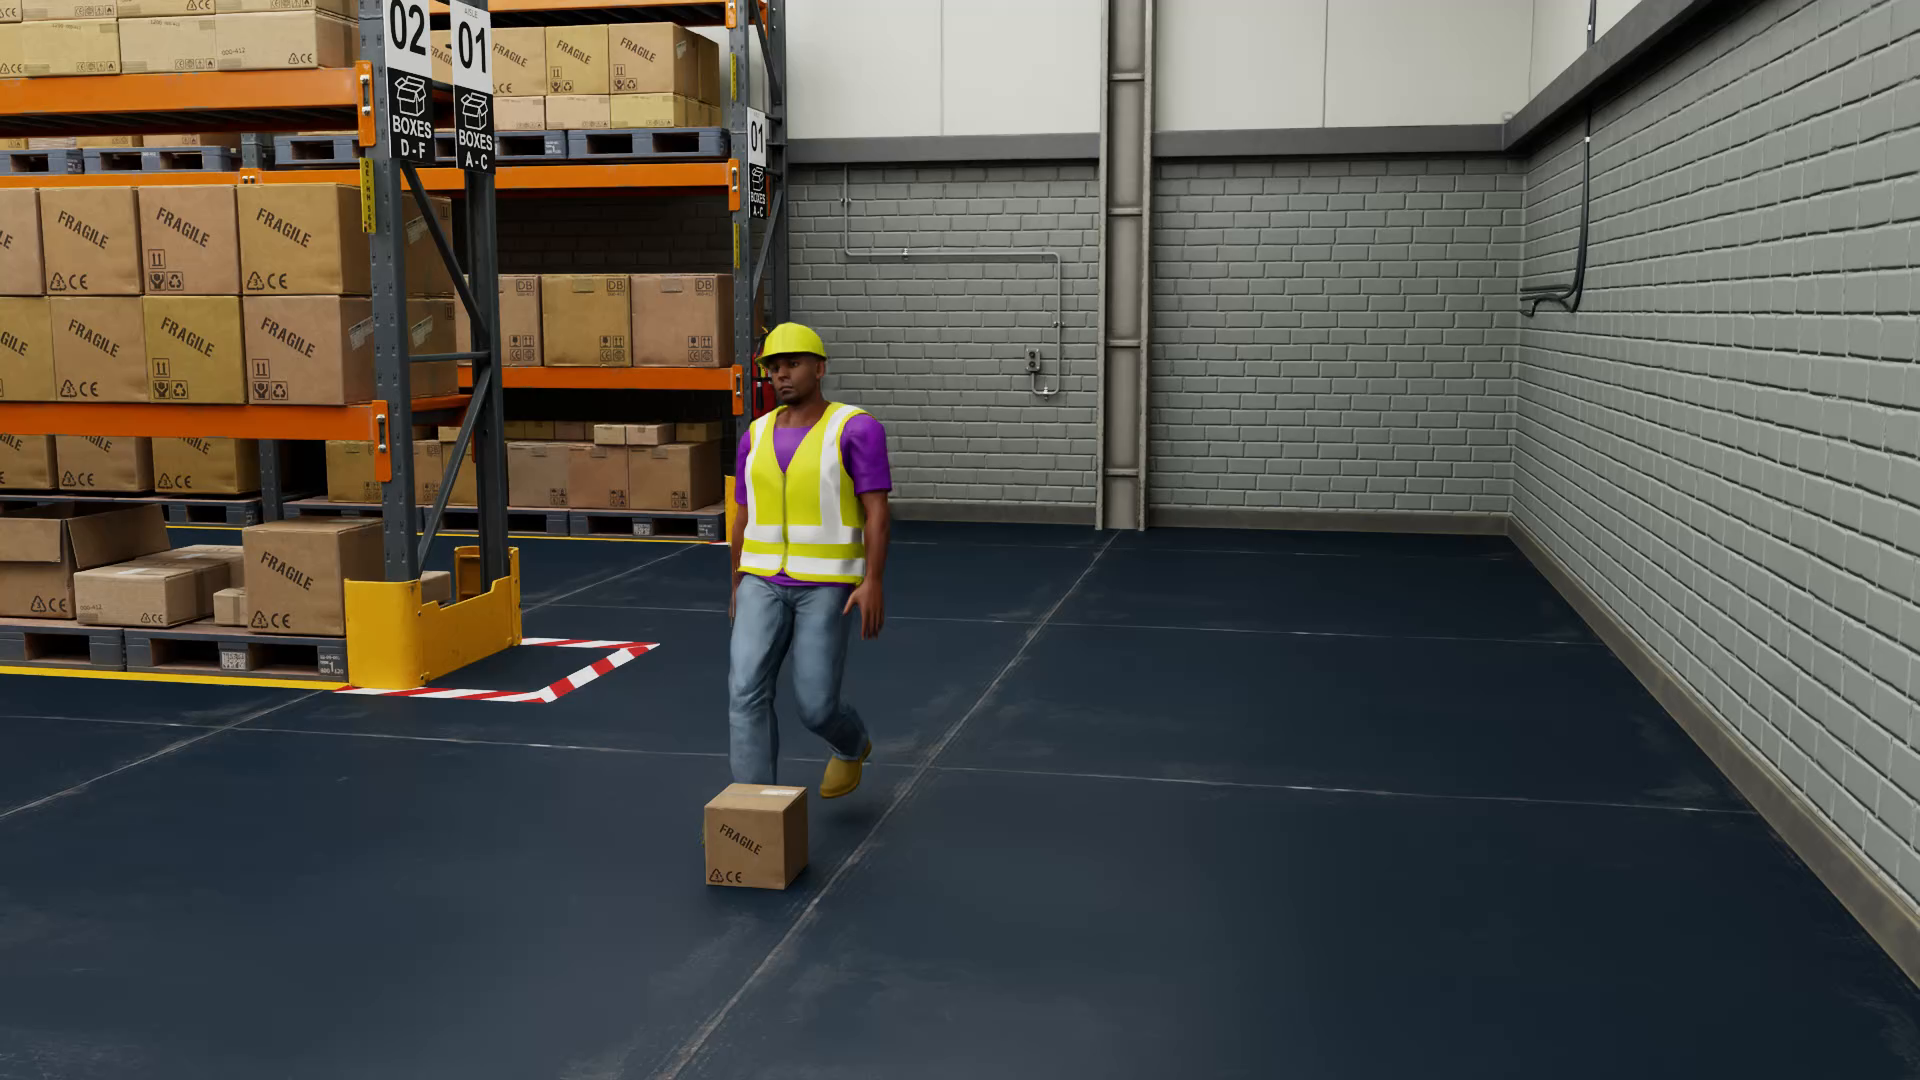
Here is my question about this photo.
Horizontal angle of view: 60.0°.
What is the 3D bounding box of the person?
[{"bbox_3d":[-0.560,0.147,5.422,0.636,1.695,0.882,3,8,19],"label":"person"}]
